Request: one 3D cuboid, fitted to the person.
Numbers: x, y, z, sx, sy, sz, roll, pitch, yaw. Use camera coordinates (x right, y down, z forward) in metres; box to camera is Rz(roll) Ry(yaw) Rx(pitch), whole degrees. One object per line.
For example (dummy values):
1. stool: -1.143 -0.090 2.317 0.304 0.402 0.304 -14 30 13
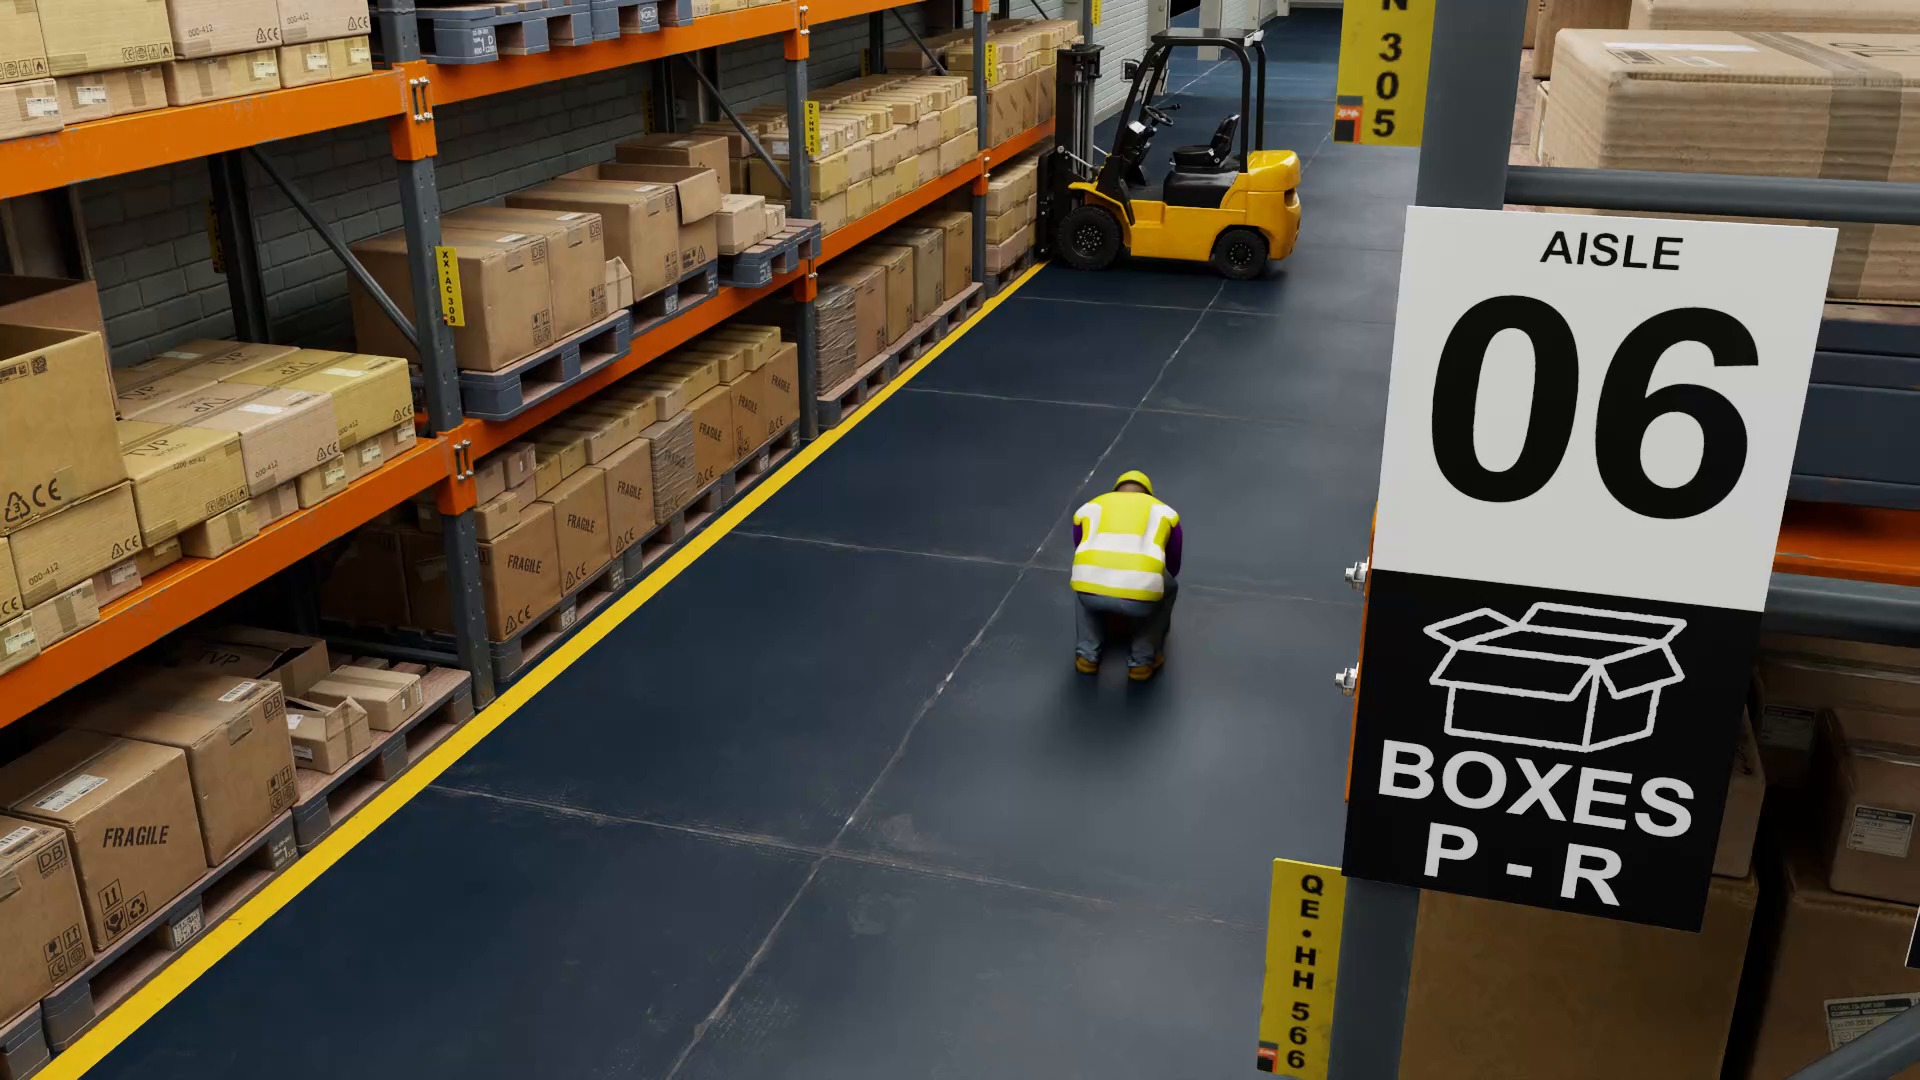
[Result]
1. person: 0.773 0.180 7.955 0.530 0.811 0.958 6 23 14
